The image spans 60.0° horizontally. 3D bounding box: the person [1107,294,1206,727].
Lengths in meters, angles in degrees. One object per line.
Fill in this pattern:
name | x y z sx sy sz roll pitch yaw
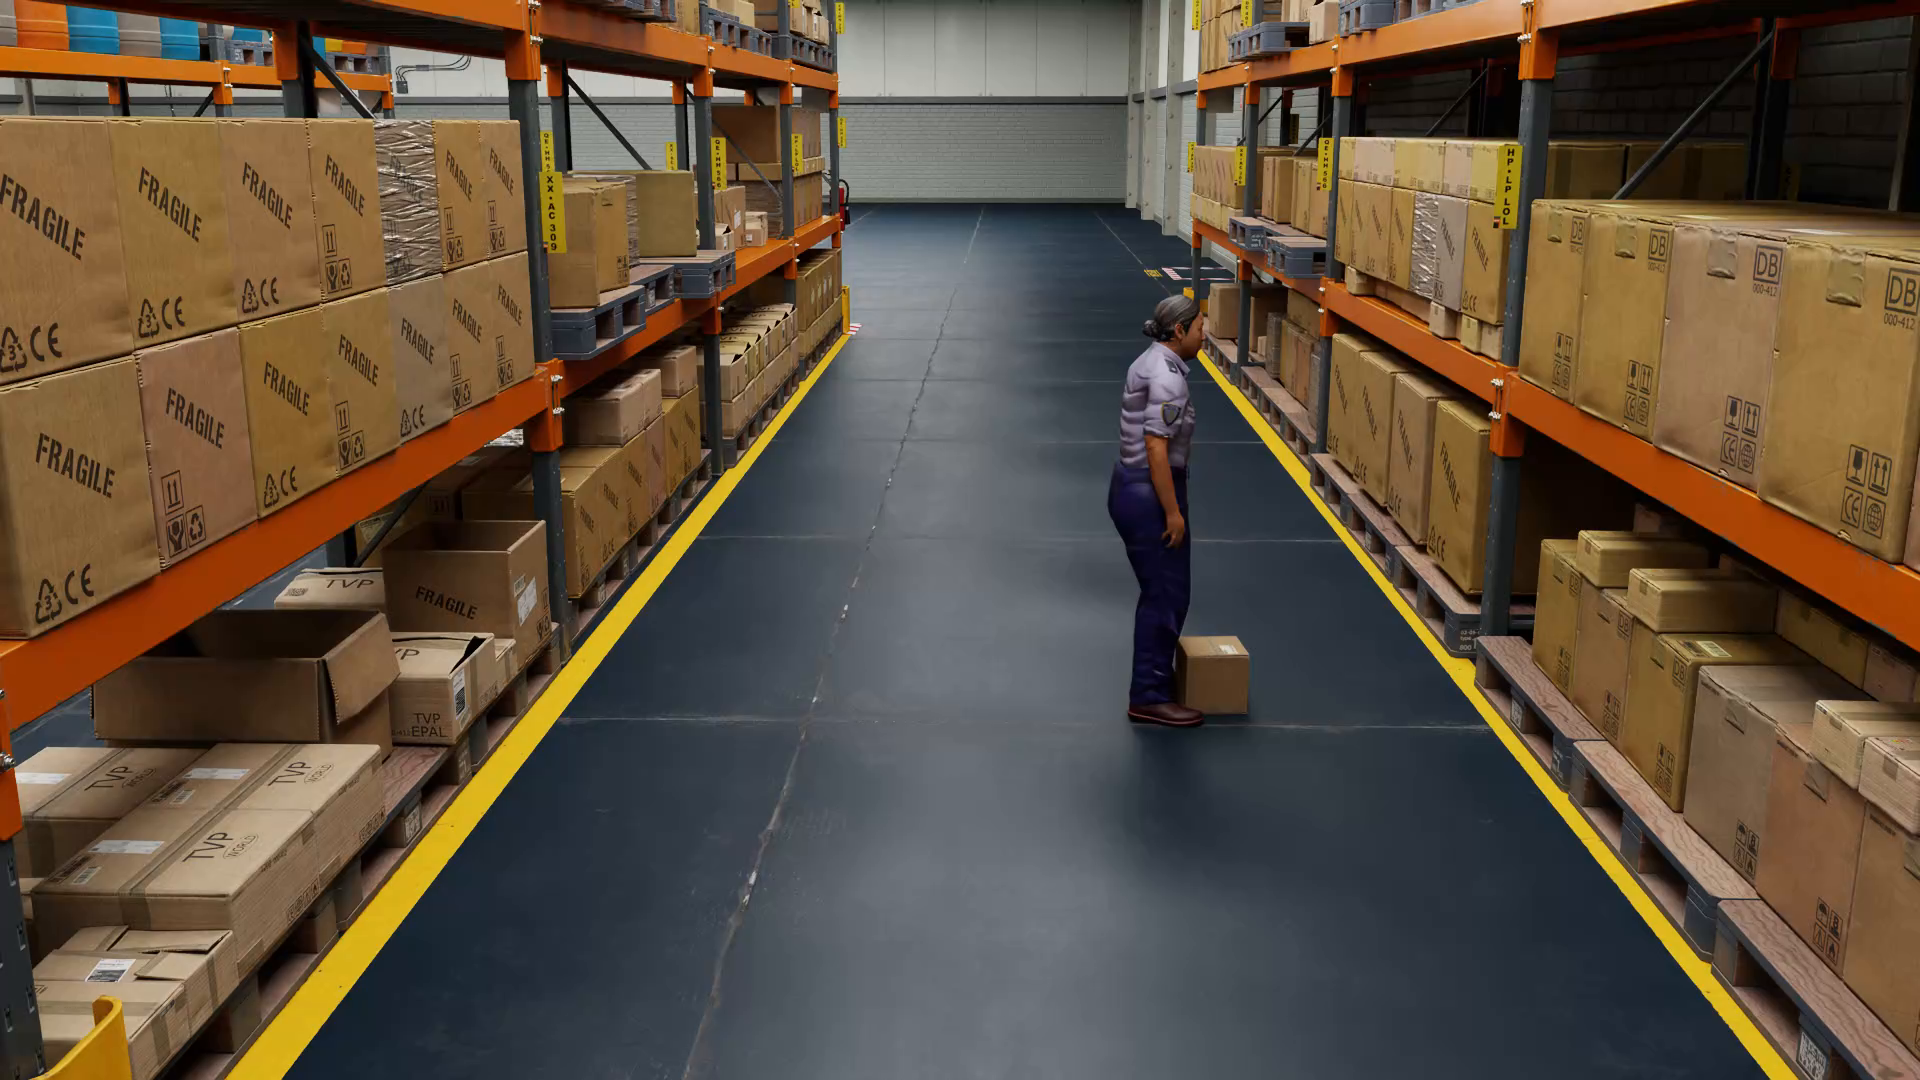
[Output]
person | 0.813 -0.133 6.553 0.408 1.651 0.558 0 14 -2
